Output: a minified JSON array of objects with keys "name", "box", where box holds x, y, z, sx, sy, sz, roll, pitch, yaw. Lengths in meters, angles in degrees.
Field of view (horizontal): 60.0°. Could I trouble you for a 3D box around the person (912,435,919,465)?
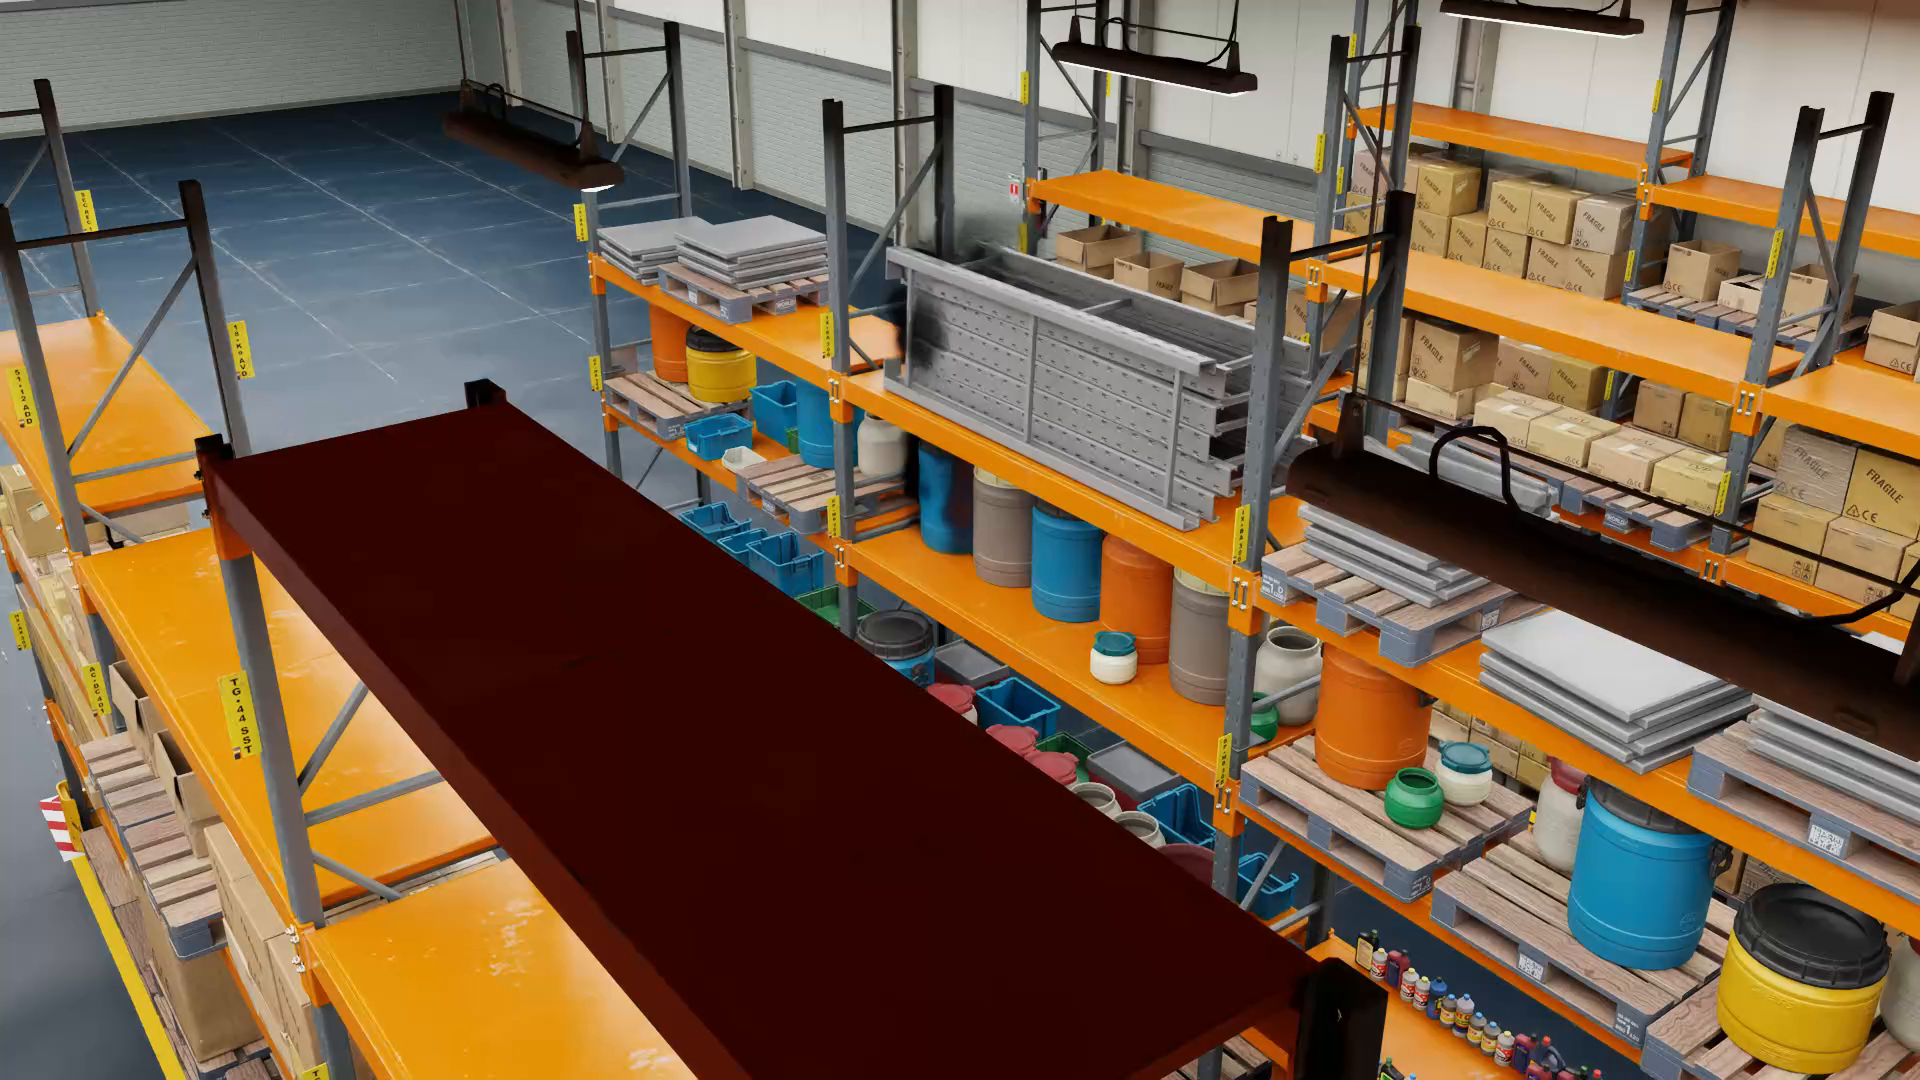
[{"name":"person","box":[-0.705,-1.334,19.961,0.814,1.596,0.549,0,25,-1]}]
